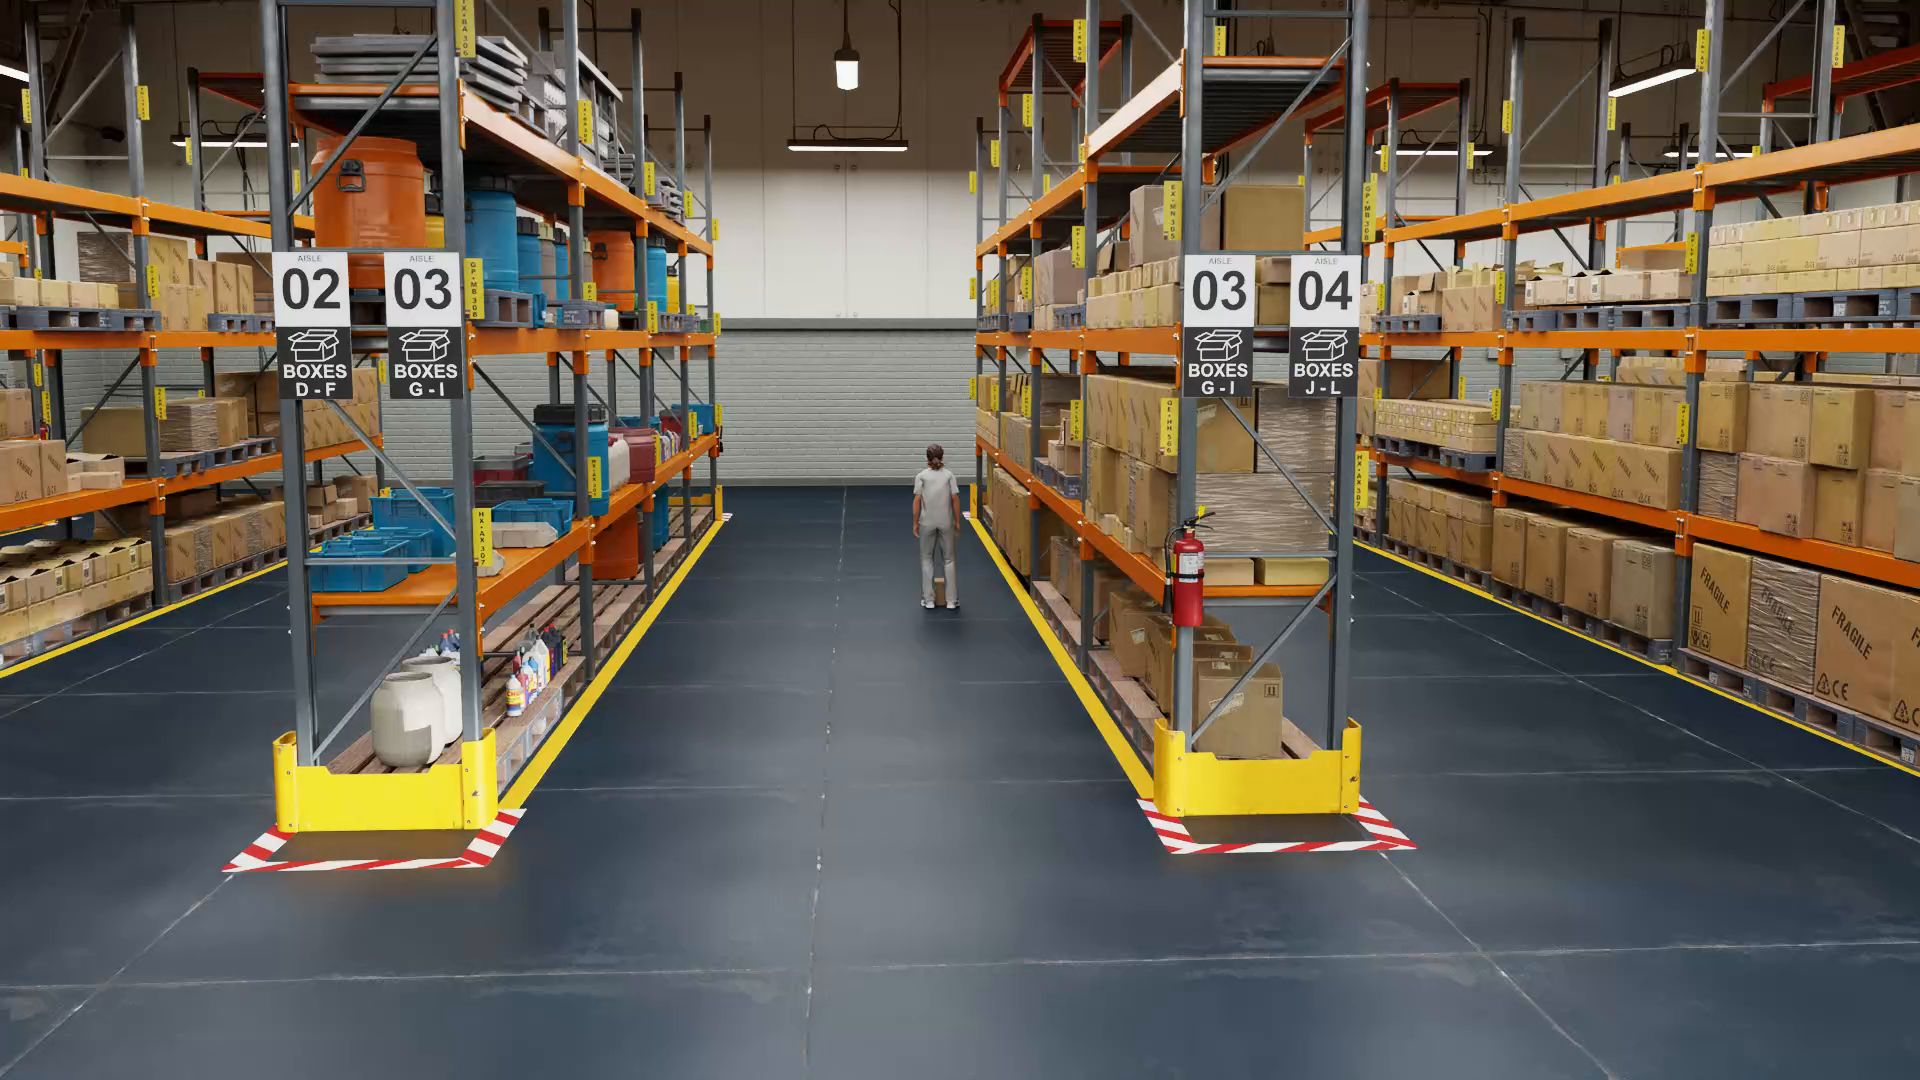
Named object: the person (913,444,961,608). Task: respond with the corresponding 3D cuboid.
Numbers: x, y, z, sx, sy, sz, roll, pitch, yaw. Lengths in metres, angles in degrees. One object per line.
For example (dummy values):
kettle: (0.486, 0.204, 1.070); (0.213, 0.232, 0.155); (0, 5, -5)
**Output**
person: (-0.239, -0.142, 16.927); (0.485, 1.672, 0.408); (0, 7, -3)
